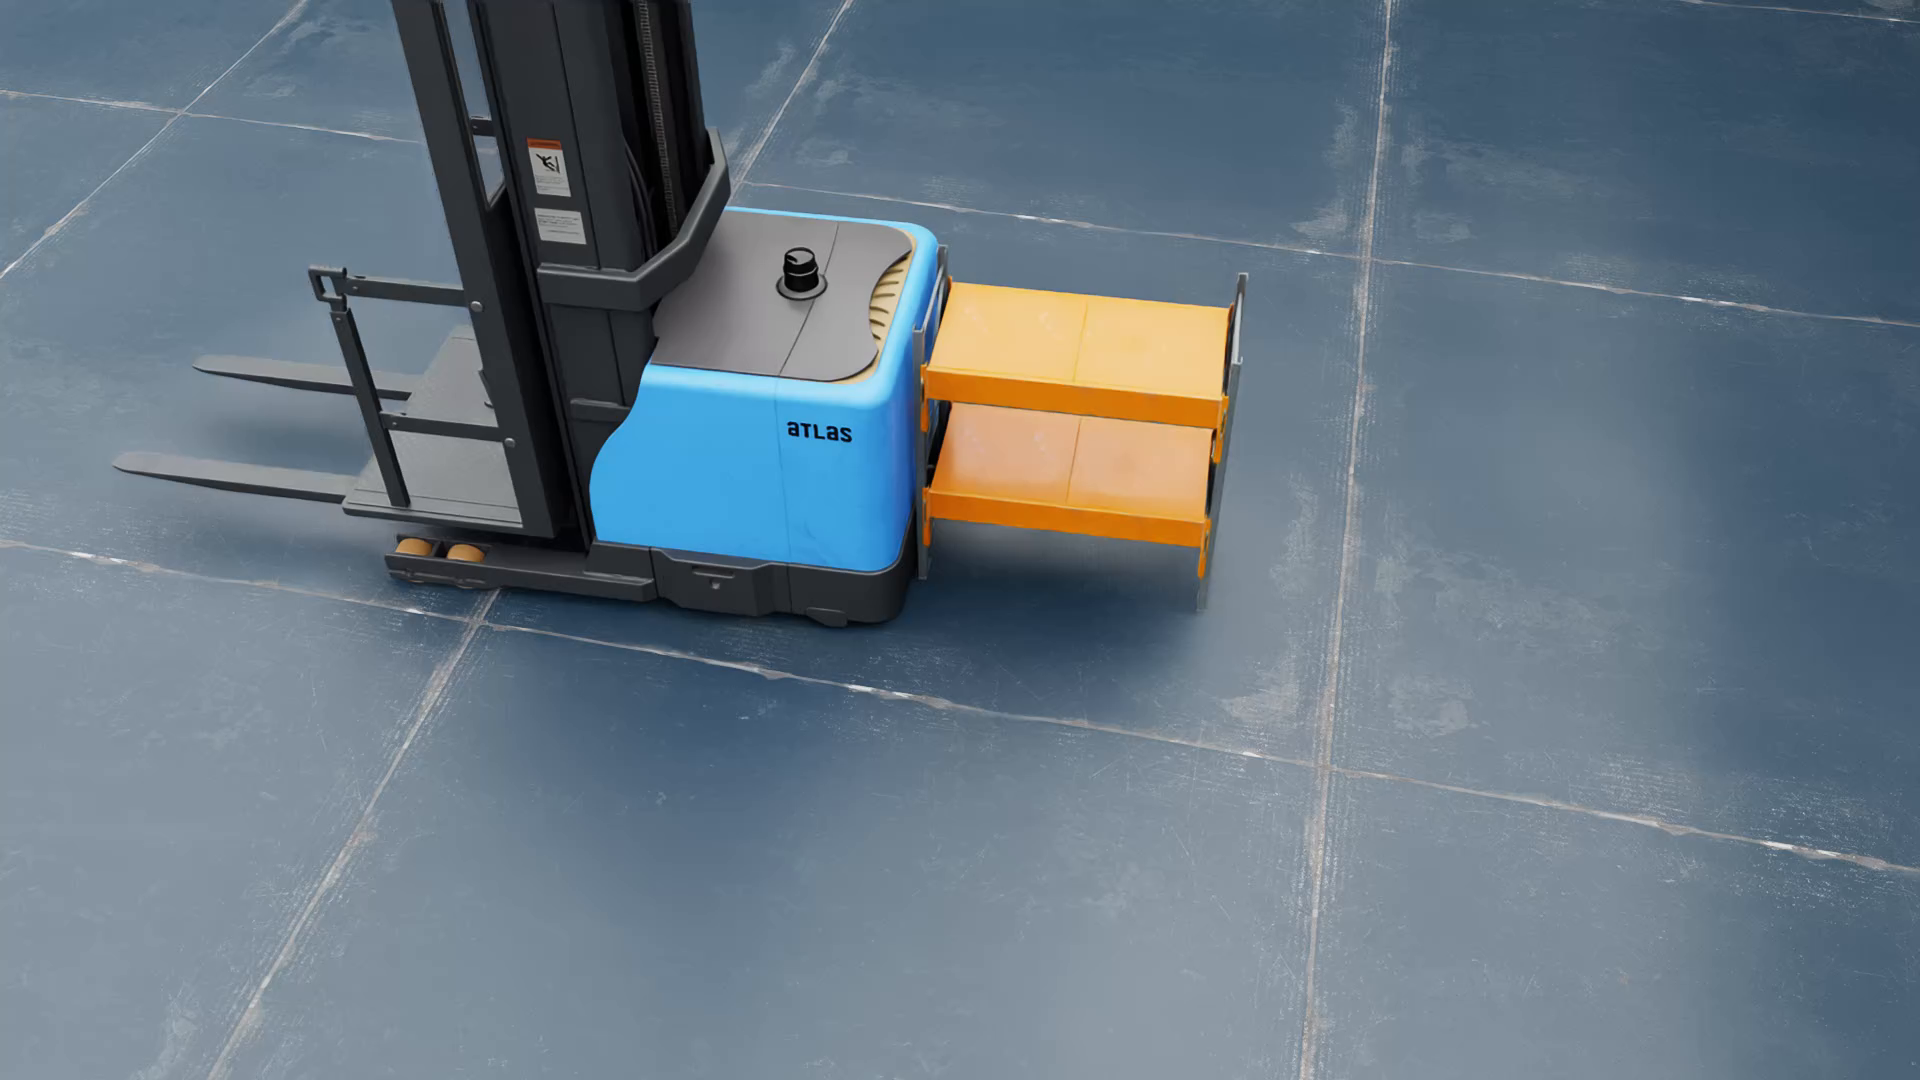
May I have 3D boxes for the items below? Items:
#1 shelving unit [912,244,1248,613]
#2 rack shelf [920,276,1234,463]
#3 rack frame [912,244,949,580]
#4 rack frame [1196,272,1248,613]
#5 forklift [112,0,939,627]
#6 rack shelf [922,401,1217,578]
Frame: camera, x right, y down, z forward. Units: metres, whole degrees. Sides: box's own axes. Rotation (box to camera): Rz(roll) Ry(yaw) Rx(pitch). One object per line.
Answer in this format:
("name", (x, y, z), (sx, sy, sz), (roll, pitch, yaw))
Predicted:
("shelving unit", (0.404, -0.374, 5.827), (1.048, 1.125, 0.538), (7, 44, 7))
("rack shelf", (0.404, -0.585, 5.624), (1.000, 0.278, 0.538), (7, 44, 7))
("rack frame", (-0.097, -0.431, 5.887), (0.032, 1.125, 0.500), (7, 44, 7))
("rack frame", (0.906, -0.316, 5.767), (0.032, 1.125, 0.500), (7, 44, 7))
("forklift", (-1.628, -1.232, 5.417), (3.031, 2.935, 1.130), (7, 44, 7))
("rack shelf", (0.404, -0.197, 5.997), (1.000, 0.278, 0.538), (7, 44, 7))
